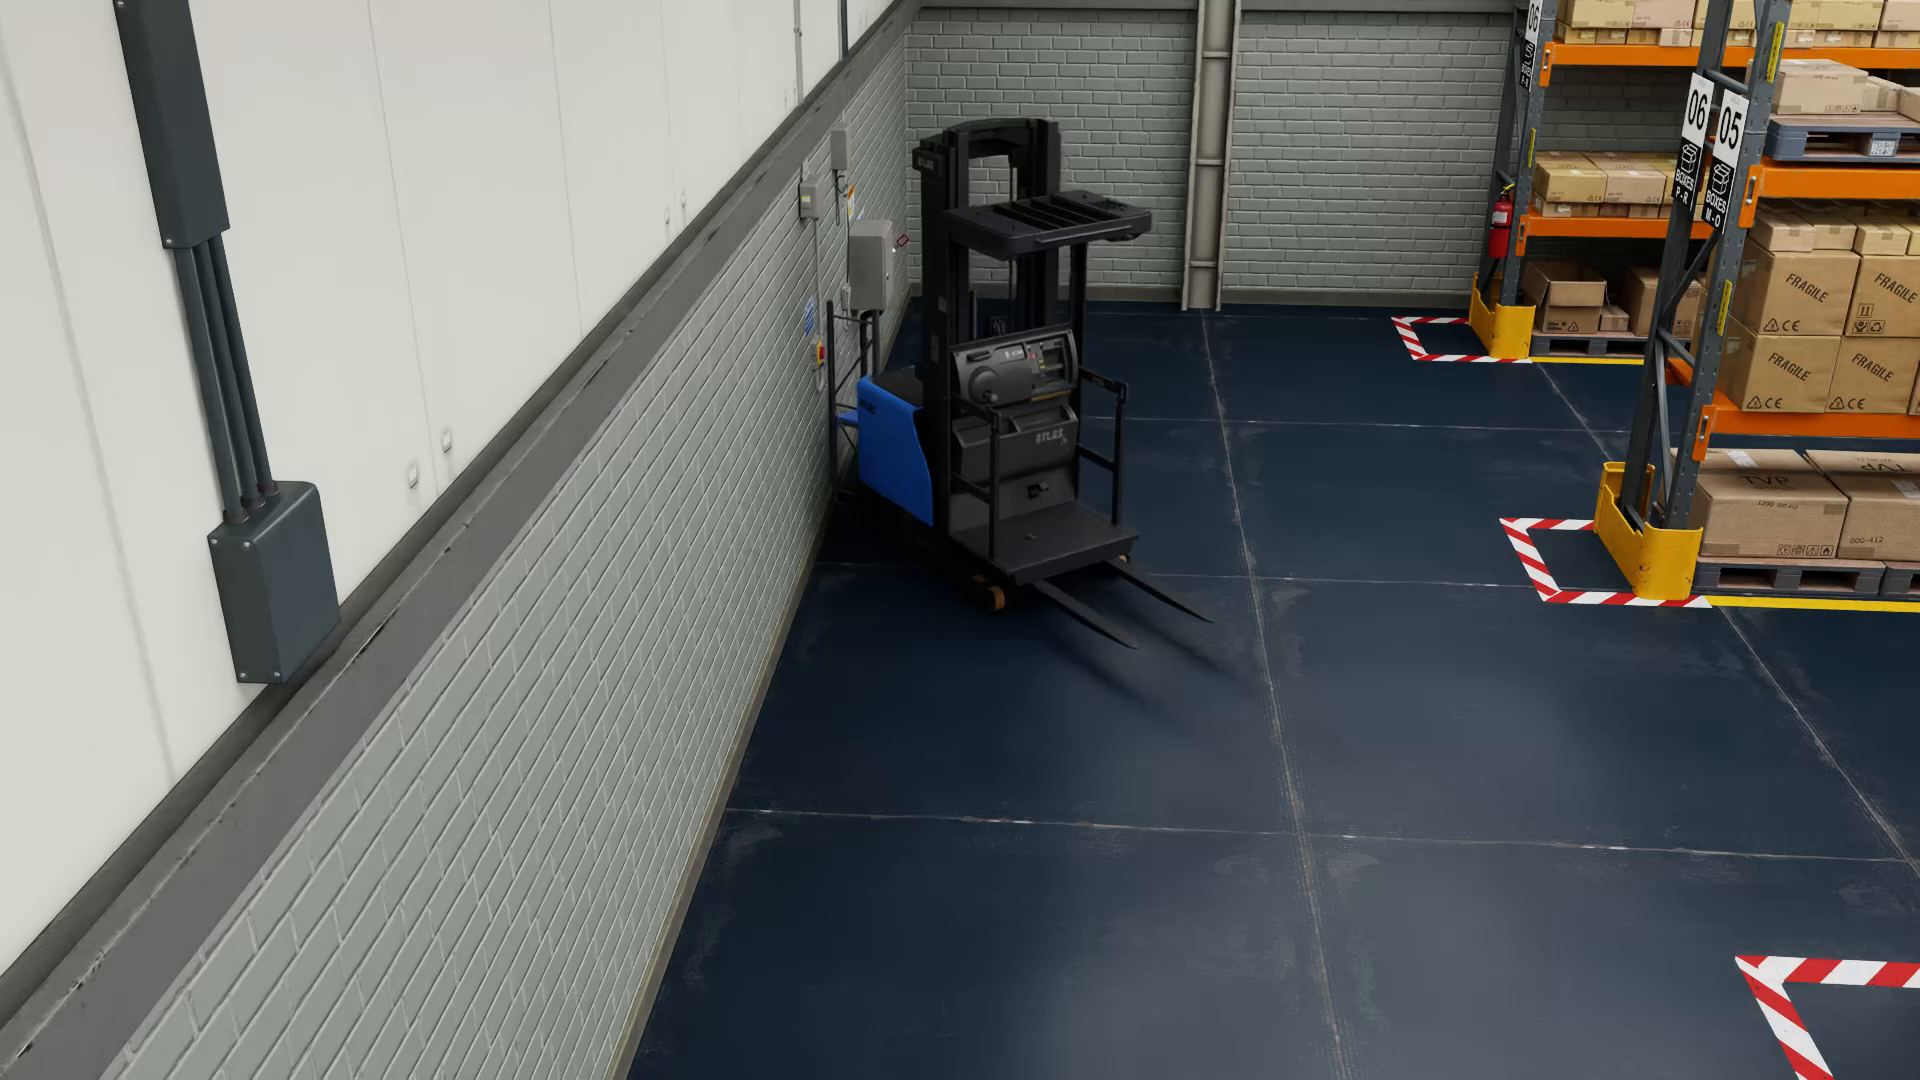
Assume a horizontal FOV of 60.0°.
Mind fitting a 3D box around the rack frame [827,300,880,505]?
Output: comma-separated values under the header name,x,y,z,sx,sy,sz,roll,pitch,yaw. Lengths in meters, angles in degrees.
name,x,y,z,sx,sy,sz,roll,pitch,yaw
rack frame,-0.757,-0.940,11.908,0.500,1.500,0.032,16,25,39

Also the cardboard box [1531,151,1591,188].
name,x,y,z,sx,sy,sz,roll,pitch,yaw
cardboard box,5.541,-3.444,15.469,0.500,0.250,0.500,3,25,6

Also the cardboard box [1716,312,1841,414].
name,x,y,z,sx,sy,sz,roll,pitch,yaw
cardboard box,5.143,-1.122,10.481,0.500,0.500,0.500,2,25,4

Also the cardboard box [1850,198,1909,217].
name,x,y,z,sx,sy,sz,roll,pitch,yaw
cardboard box,5.826,-2.082,10.594,0.250,0.149,0.380,2,25,5

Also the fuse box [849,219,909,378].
name,x,y,z,sx,sy,sz,roll,pitch,yaw
fuse box,-0.632,-1.668,13.328,0.414,1.711,0.539,2,25,4

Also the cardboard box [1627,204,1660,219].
name,x,y,z,sx,sy,sz,roll,pitch,yaw
cardboard box,6.138,-3.025,15.037,0.250,0.149,0.380,3,25,6

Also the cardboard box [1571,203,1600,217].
name,x,y,z,sx,sy,sz,roll,pitch,yaw
cardboard box,5.626,-3.053,15.097,0.250,0.149,0.380,2,25,5

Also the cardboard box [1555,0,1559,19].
name,x,y,z,sx,sy,sz,roll,pitch,yaw
cardboard box,5.527,-4.809,14.849,0.500,0.250,0.500,1,25,3

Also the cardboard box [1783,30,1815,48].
name,x,y,z,sx,sy,sz,roll,pitch,yaw
cardboard box,7.132,-4.327,14.276,0.250,0.149,0.380,2,25,5

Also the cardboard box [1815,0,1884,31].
name,x,y,z,sx,sy,sz,roll,pitch,yaw
cardboard box,7.521,-4.527,14.235,0.500,0.250,0.500,2,25,5

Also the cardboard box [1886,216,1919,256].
name,x,y,z,sx,sy,sz,roll,pitch,yaw
cardboard box,5.800,-1.844,10.076,0.250,0.149,0.380,1,25,2

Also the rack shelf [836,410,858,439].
name,x,y,z,sx,sy,sz,roll,pitch,yaw
rack shelf,-0.418,-0.893,12.325,0.538,0.185,1.000,16,25,39

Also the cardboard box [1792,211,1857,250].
name,x,y,z,sx,sy,sz,roll,pitch,yaw
cardboard box,5.286,-1.901,10.200,0.250,0.149,0.380,2,25,5

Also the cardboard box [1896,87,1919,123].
name,x,y,z,sx,sy,sz,roll,pitch,yaw
cardboard box,5.753,-2.566,9.828,0.250,0.149,0.380,3,25,6

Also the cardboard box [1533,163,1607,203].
name,x,y,z,sx,sy,sz,roll,pitch,yaw
cardboard box,5.494,-3.221,14.985,0.500,0.250,0.500,2,25,4

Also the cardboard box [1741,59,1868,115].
name,x,y,z,sx,sy,sz,roll,pitch,yaw
cardboard box,5.142,-2.766,10.141,0.500,0.250,0.500,0,25,-1

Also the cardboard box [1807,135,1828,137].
name,x,y,z,sx,sy,sz,roll,pitch,yaw
cardboard box,7.586,-3.719,15.170,0.500,0.500,0.500,1,25,3

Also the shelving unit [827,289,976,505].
name,x,y,z,sx,sy,sz,roll,pitch,yaw
shelving unit,-0.418,-1.063,12.266,0.538,1.500,1.048,16,25,39

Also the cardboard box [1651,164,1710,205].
name,x,y,z,sx,sy,sz,roll,pitch,yaw
cardboard box,6.503,-3.190,14.918,0.500,0.250,0.500,1,25,3

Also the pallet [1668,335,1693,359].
name,x,y,z,sx,sy,sz,roll,pitch,yaw
pallet,7.146,-1.946,15.727,1.213,0.211,1.003,2,25,4

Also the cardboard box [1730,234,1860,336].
name,x,y,z,sx,sy,sz,roll,pitch,yaw
cardboard box,5.143,-1.577,10.274,0.500,0.500,0.500,1,25,3

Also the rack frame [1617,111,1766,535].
name,x,y,z,sx,sy,sz,roll,pitch,yaw
rack frame,4.686,-1.212,10.795,0.127,3.000,1.000,2,25,4

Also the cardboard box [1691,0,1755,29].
name,x,y,z,sx,sy,sz,roll,pitch,yaw
cardboard box,6.502,-4.553,14.291,0.500,0.250,0.500,1,25,2

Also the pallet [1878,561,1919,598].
name,x,y,z,sx,sy,sz,roll,pitch,yaw
pallet,6.702,0.088,11.306,1.213,0.211,1.003,2,25,4

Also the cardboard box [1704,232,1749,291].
name,x,y,z,sx,sy,sz,roll,pitch,yaw
cardboard box,5.185,-1.795,10.747,0.500,0.500,0.500,3,25,6

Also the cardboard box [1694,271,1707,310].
name,x,y,z,sx,sy,sz,roll,pitch,yaw
cardboard box,7.034,-2.175,15.376,0.500,0.500,0.500,2,25,5

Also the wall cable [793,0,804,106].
name,x,y,z,sx,sy,sz,roll,pitch,yaw
wall cable,-1.007,-4.002,9.681,0.029,3.000,0.463,2,25,4

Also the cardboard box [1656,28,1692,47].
name,x,y,z,sx,sy,sz,roll,pitch,yaw
cardboard box,6.121,-4.358,14.346,0.250,0.149,0.380,2,25,5

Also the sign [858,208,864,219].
name,x,y,z,sx,sy,sz,roll,pitch,yaw
sign,-0.800,-2.423,13.540,0.001,0.494,0.329,2,25,4

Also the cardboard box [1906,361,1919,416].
name,x,y,z,sx,sy,sz,roll,pitch,yaw
cardboard box,6.155,-1.094,10.419,0.500,0.500,0.500,2,25,4

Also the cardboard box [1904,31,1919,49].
name,x,y,z,sx,sy,sz,roll,pitch,yaw
cardboard box,8.159,-4.311,14.242,0.250,0.149,0.380,3,25,6

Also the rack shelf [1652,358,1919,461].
name,x,y,z,sx,sy,sz,roll,pitch,yaw
rack shelf,6.680,-0.821,10.806,4.000,0.370,1.077,2,25,4

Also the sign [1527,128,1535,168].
name,x,y,z,sx,sy,sz,roll,pitch,yaw
sign,5.021,-3.448,14.619,0.005,0.325,0.100,2,25,4

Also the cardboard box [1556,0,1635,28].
name,x,y,z,sx,sy,sz,roll,pitch,yaw
cardboard box,5.484,-4.582,14.355,0.500,0.250,0.500,2,25,3

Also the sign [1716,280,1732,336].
name,x,y,z,sx,sy,sz,roll,pitch,yaw
sign,4.638,-1.410,10.095,0.005,0.325,0.100,2,25,4

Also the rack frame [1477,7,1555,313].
name,x,y,z,sx,sy,sz,roll,pitch,yaw
rack frame,5.062,-3.281,15.291,0.127,3.000,1.000,2,25,4

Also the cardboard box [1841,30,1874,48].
name,x,y,z,sx,sy,sz,roll,pitch,yaw
cardboard box,7.650,-4.341,14.309,0.250,0.149,0.380,3,25,6

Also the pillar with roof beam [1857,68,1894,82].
name,x,y,z,sx,sy,sz,roll,pitch,yaw
pillar with roof beam,8.096,-4.482,10.724,0.400,9.000,9.100,2,25,4

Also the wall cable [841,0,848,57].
name,x,y,z,sx,sy,sz,roll,pitch,yaw
wall cable,-0.696,-5.492,12.875,0.133,3.039,2.988,2,25,4

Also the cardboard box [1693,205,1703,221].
name,x,y,z,sx,sy,sz,roll,pitch,yaw
cardboard box,6.650,-2.980,14.938,0.250,0.149,0.380,1,25,2

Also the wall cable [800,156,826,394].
name,x,y,z,sx,sy,sz,roll,pitch,yaw
wall cable,-0.938,-1.858,10.947,0.123,1.953,0.585,2,25,4

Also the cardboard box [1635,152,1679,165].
name,x,y,z,sx,sy,sz,roll,pitch,yaw
cardboard box,6.549,-3.409,15.393,0.500,0.250,0.500,3,25,6

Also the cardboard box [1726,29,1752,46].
name,x,y,z,sx,sy,sz,roll,pitch,yaw
cardboard box,6.634,-4.371,14.373,0.250,0.149,0.380,2,25,3

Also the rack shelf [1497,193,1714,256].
name,x,y,z,sx,sy,sz,roll,pitch,yaw
rack shelf,7.057,-2.890,15.303,4.000,0.370,1.077,2,25,4

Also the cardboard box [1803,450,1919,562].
name,x,y,z,sx,sy,sz,roll,pitch,yaw
cardboard box,6.265,-0.233,11.231,0.875,0.438,0.875,2,25,5

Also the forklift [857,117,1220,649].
name,x,y,z,sx,sy,sz,roll,pitch,yaw
forklift,0.484,-1.094,10.622,1.130,2.935,3.031,-15,29,-30

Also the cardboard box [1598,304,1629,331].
name,x,y,z,sx,sy,sz,roll,pitch,yaw
cardboard box,6.086,-2.087,15.606,0.250,0.149,0.380,1,25,2

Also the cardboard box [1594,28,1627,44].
name,x,y,z,sx,sy,sz,roll,pitch,yaw
cardboard box,5.626,-4.425,14.489,0.250,0.149,0.380,2,25,5

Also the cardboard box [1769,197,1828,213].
name,x,y,z,sx,sy,sz,roll,pitch,yaw
cardboard box,5.314,-2.080,10.590,0.250,0.149,0.380,2,25,5

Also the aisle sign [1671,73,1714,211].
name,x,y,z,sx,sy,sz,roll,pitch,yaw
aisle sign,4.638,-2.524,10.537,0.004,0.787,0.394,2,25,4

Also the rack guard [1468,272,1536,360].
name,x,y,z,sx,sy,sz,roll,pitch,yaw
rack guard,5.138,-2.143,15.808,0.348,0.500,1.175,2,25,4
